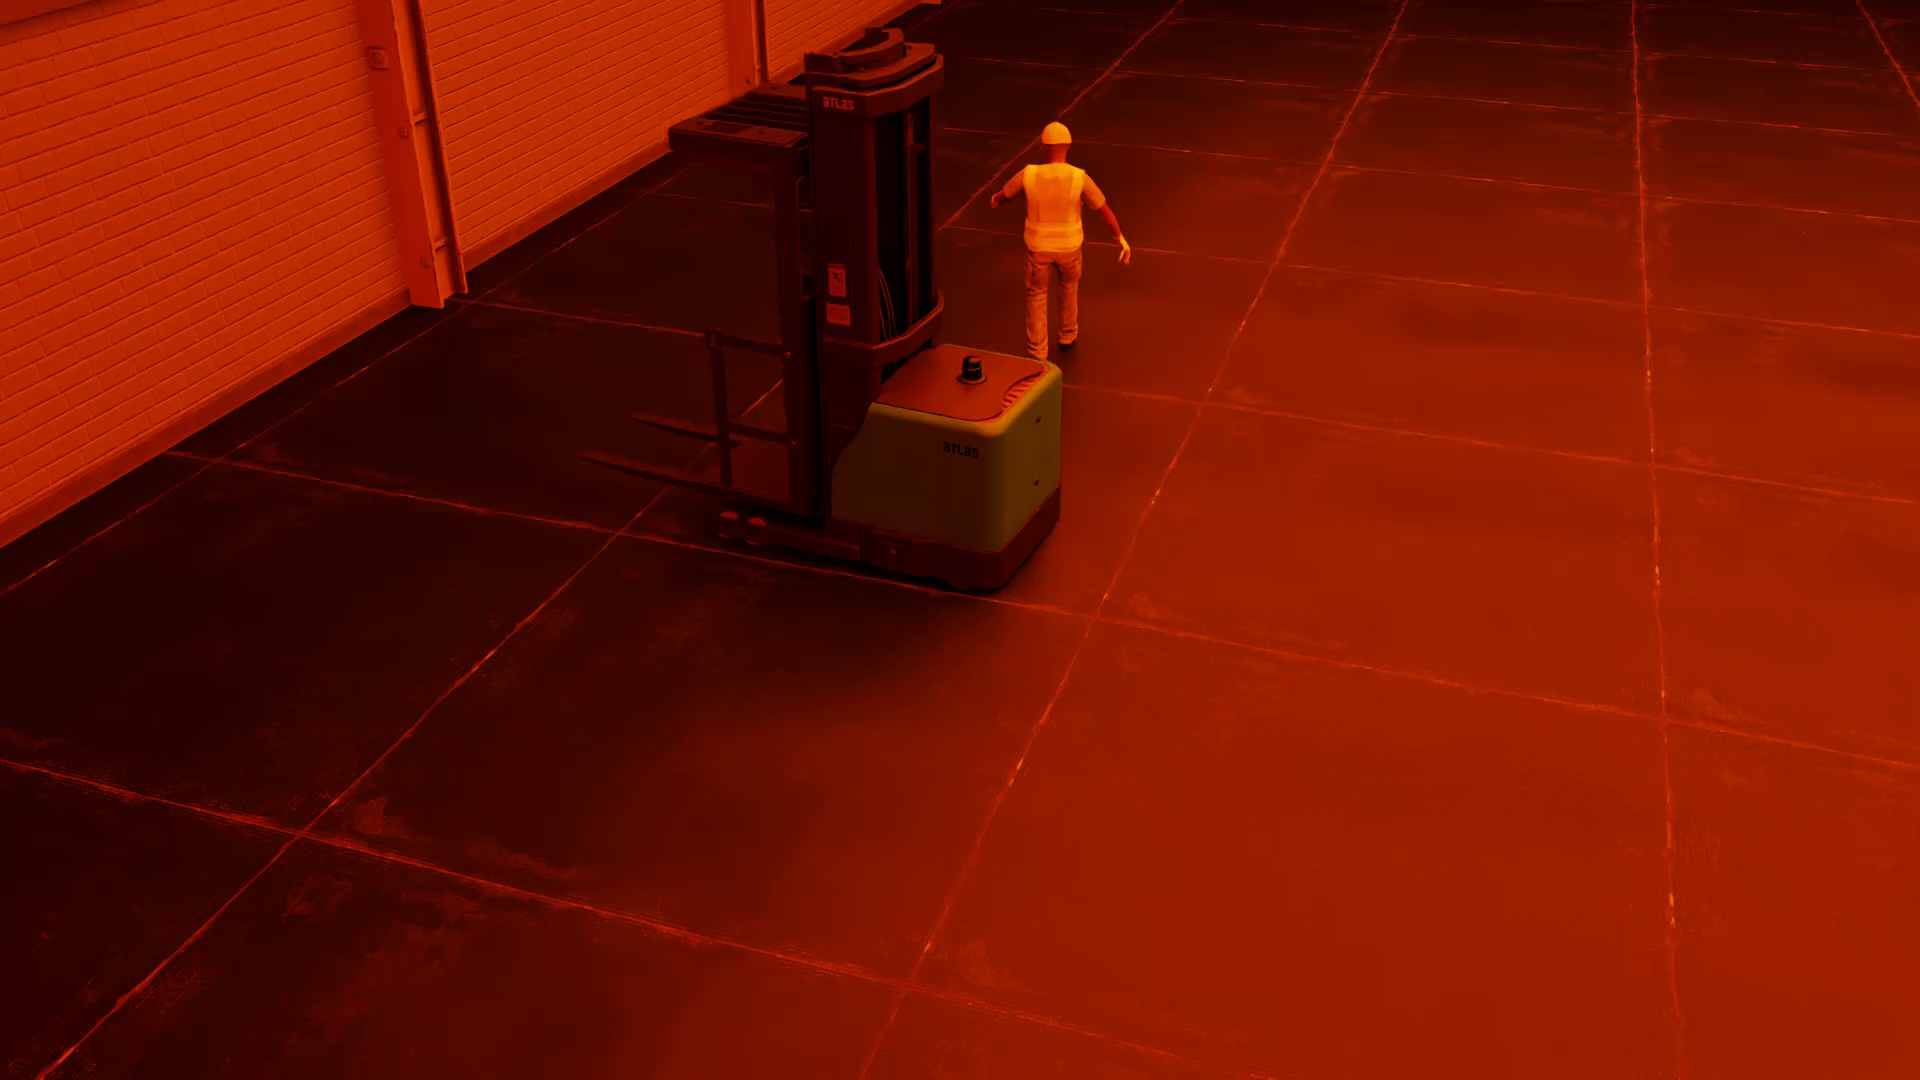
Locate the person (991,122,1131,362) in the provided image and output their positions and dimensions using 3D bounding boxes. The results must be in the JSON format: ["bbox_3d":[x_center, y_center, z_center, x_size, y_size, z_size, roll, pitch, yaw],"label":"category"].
[{"bbox_3d":[0.731,-2.205,12.216,1.043,1.769,0.725,2,30,4],"label":"person"}]

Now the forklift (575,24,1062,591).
[{"bbox_3d":[-0.946,-1.463,9.704,3.031,2.935,1.130,13,32,21],"label":"forklift"}]
